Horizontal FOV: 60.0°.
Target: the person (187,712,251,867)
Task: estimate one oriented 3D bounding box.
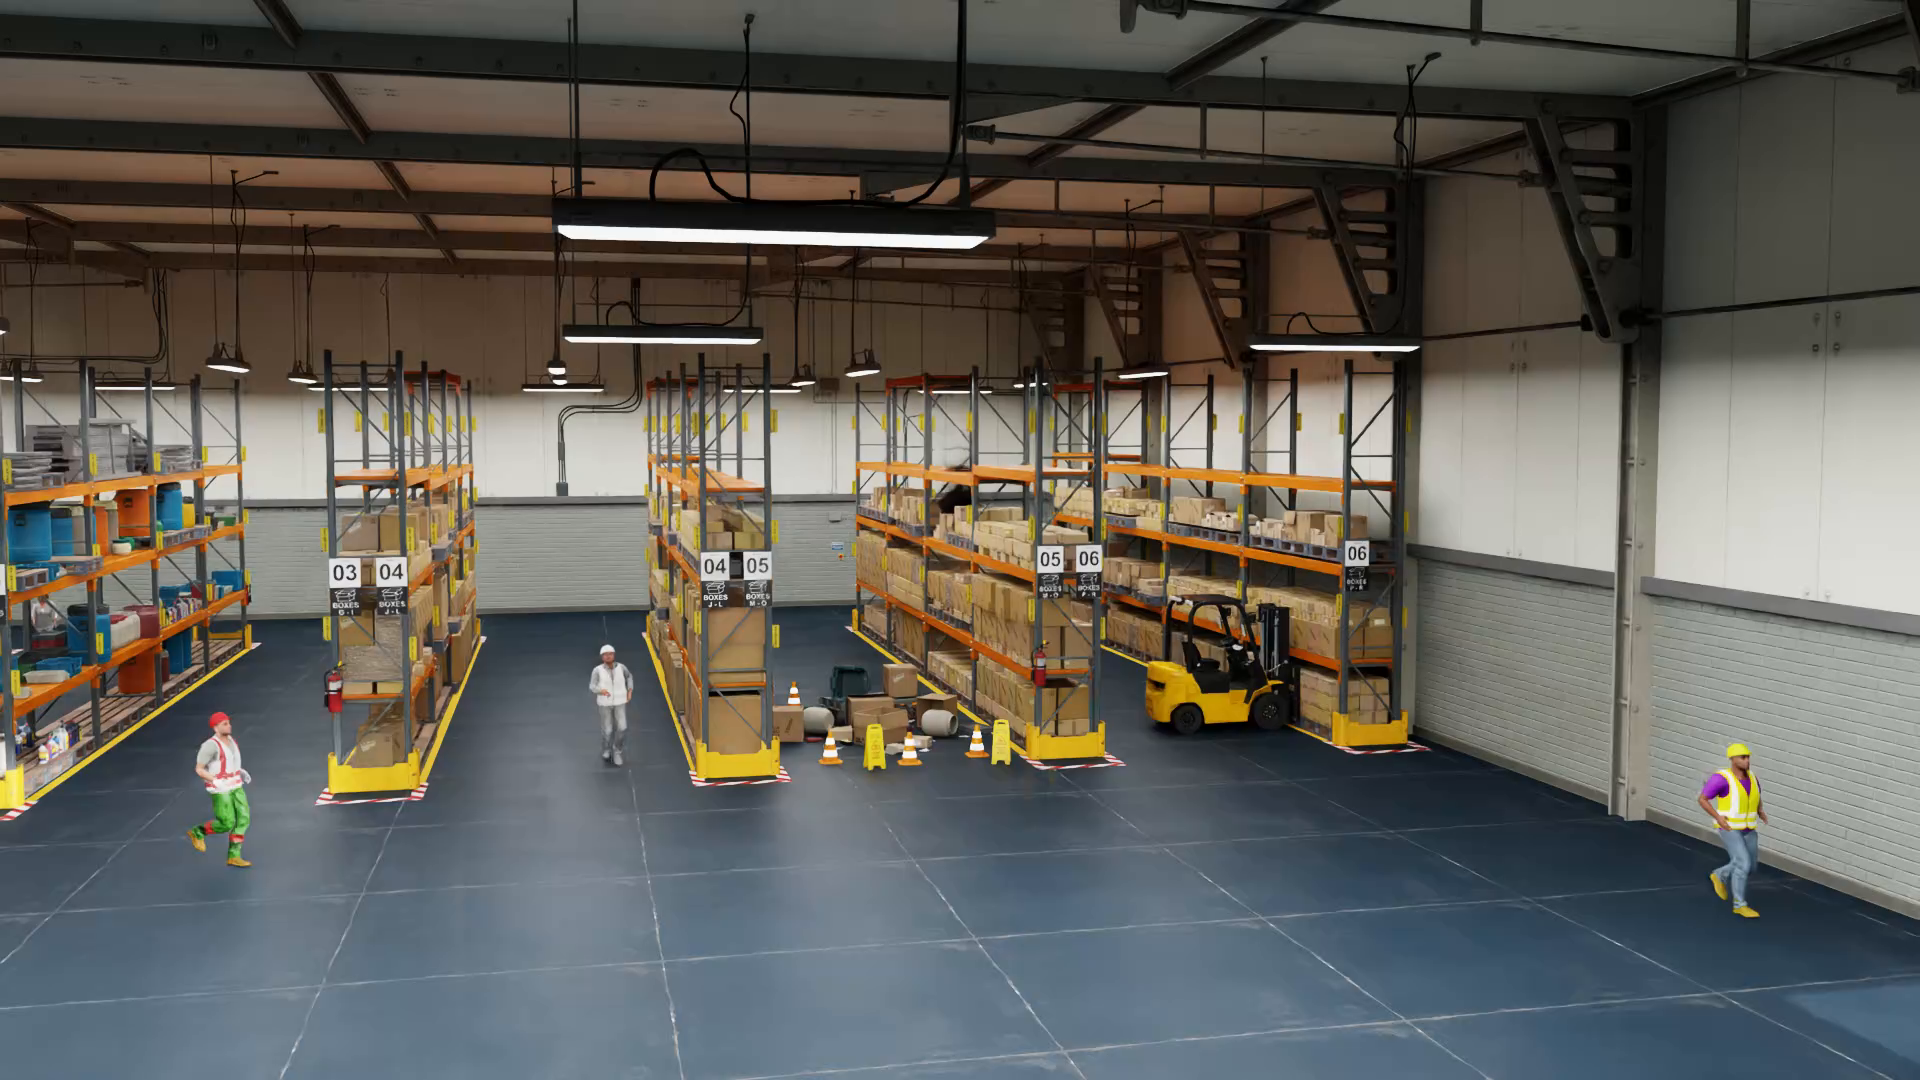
[{"bbox_3d":[-8.391,2.823,18.885,0.744,1.759,0.655,1,4,14],"label":"person"}]

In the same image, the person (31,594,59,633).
[{"bbox_3d":[-18.862,1.836,34.275,0.534,1.590,0.817,-2,4,-24],"label":"person"}]

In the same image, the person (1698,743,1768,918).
[{"bbox_3d":[7.957,2.947,17.070,0.703,1.741,0.715,-1,4,-19],"label":"person"}]

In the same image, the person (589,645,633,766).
[{"bbox_3d":[-5.130,2.436,24.526,0.662,1.789,0.726,-1,4,-18],"label":"person"}]
